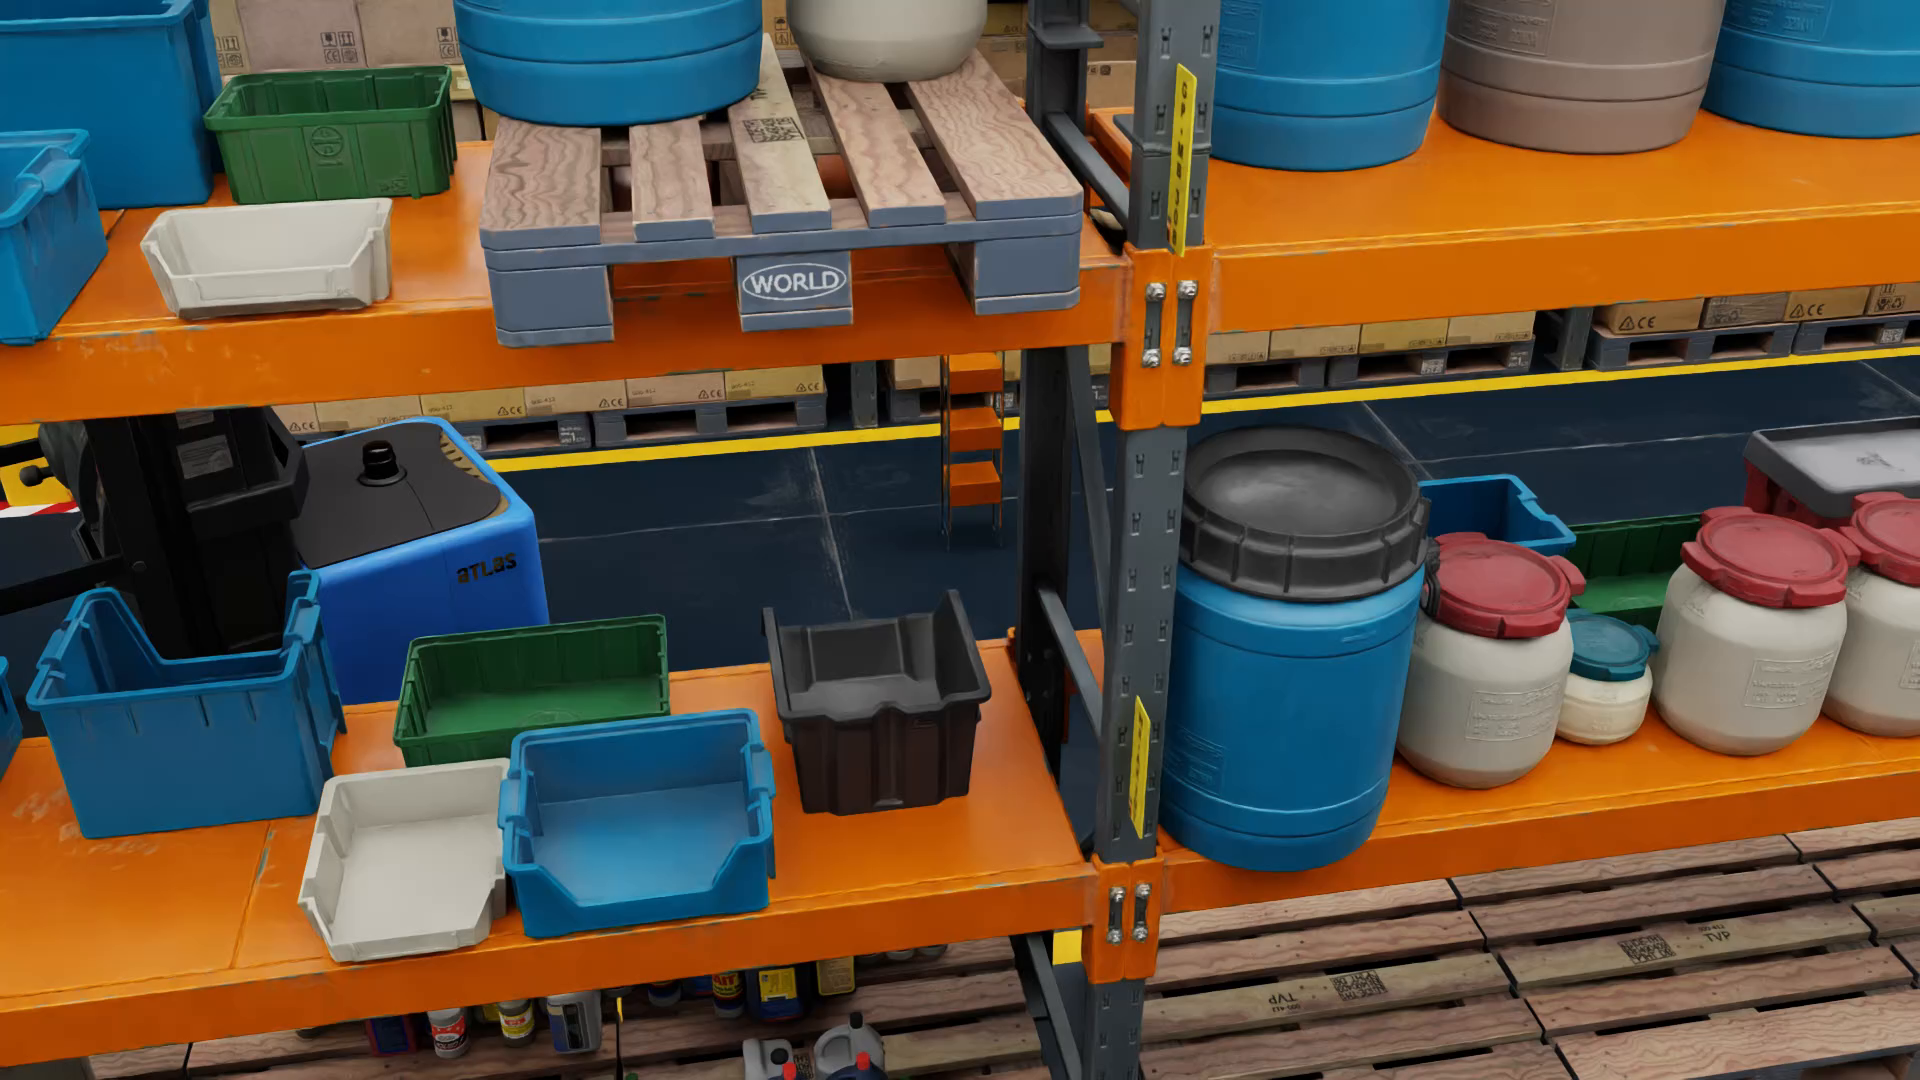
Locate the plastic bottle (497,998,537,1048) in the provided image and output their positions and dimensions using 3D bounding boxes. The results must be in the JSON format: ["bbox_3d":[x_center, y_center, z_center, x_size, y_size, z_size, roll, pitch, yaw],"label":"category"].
[{"bbox_3d":[-1.285,1.359,4.806,0.097,0.201,0.097,0,30,0],"label":"plastic bottle"}]

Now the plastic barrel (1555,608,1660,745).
[{"bbox_3d":[1.636,0.362,4.312,0.301,0.262,0.301,0,30,0],"label":"plastic barrel"}]

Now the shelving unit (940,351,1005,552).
[{"bbox_3d":[0.053,-0.457,7.492,0.252,1.050,0.215,-5,31,-9],"label":"shelving unit"}]

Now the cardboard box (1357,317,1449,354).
[{"bbox_3d":[2.372,-1.266,9.242,0.500,0.250,0.500,-6,31,-10],"label":"cardboard box"}]

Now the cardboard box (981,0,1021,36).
[{"bbox_3d":[0.186,-4.195,13.218,0.500,0.250,0.500,-6,31,-10],"label":"cardboard box"}]

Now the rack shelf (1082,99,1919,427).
[{"bbox_3d":[2.273,-0.819,3.934,4.000,0.370,1.077,-5,31,-9],"label":"rack shelf"}]

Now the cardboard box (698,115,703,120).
[{"bbox_3d":[-1.535,-2.072,8.215,0.500,0.500,0.700,-6,31,-9],"label":"cardboard box"}]

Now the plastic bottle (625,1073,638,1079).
[{"bbox_3d":[-0.826,1.528,4.437,0.133,0.283,0.061,-5,31,-9],"label":"plastic bottle"}]

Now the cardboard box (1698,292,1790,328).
[{"bbox_3d":[4.365,-1.551,9.460,0.500,0.500,0.500,-6,31,-11],"label":"cardboard box"}]

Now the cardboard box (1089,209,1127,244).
[{"bbox_3d":[0.766,-1.636,9.318,0.500,0.311,0.500,-5,31,-9],"label":"cardboard box"}]

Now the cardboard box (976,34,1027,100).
[{"bbox_3d":[0.251,-3.879,13.420,0.500,0.500,0.700,-5,31,-8],"label":"cardboard box"}]

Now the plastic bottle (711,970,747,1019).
[{"bbox_3d":[-0.684,1.273,4.883,0.097,0.271,0.097,0,30,0],"label":"plastic bottle"}]

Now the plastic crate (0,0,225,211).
[{"bbox_3d":[-1.807,-0.899,3.376,0.575,0.384,0.392,-5,31,-9],"label":"plastic crate"}]

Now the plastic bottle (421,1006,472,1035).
[{"bbox_3d":[-1.512,1.288,4.854,0.135,0.276,0.152,-6,31,-10],"label":"plastic bottle"}]

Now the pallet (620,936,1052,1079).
[{"bbox_3d":[-0.362,1.589,4.840,1.213,0.211,1.003,-5,31,-9],"label":"pallet"}]

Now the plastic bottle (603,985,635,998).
[{"bbox_3d":[-1.031,1.261,4.973,0.097,0.201,0.097,0,30,0],"label":"plastic bottle"}]

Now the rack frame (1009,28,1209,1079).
[{"bbox_3d":[0.306,0.346,4.202,0.127,3.000,1.000,-5,31,-9],"label":"rack frame"}]

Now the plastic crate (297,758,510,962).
[{"bbox_3d":[-1.246,0.734,3.802,0.437,0.136,0.530,-5,31,-9],"label":"plastic crate"}]

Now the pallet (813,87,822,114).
[{"bbox_3d":[-0.713,-3.463,13.431,1.213,0.211,1.003,-5,31,-9],"label":"pallet"}]

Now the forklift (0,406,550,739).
[{"bbox_3d":[-2.988,-0.218,5.229,3.031,2.935,1.130,-19,36,-29],"label":"forklift"}]

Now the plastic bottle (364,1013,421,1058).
[{"bbox_3d":[-1.628,1.350,4.740,0.133,0.283,0.061,-5,31,-9],"label":"plastic bottle"}]

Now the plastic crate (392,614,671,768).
[{"bbox_3d":[-1.080,0.421,4.284,0.662,0.188,0.450,-5,31,-9],"label":"plastic crate"}]

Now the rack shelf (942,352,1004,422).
[{"bbox_3d":[0.053,-0.693,7.354,0.240,0.259,0.215,-5,31,-9],"label":"rack shelf"}]

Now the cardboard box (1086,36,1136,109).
[{"bbox_3d":[0.694,-2.277,8.564,0.500,0.500,0.500,-3,31,-5],"label":"cardboard box"}]

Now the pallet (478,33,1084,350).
[{"bbox_3d":[-0.386,-0.751,3.294,1.003,0.211,1.213,-5,31,-9],"label":"pallet"}]

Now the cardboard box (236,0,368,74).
[{"bbox_3d":[-2.991,-2.499,7.662,0.500,0.500,0.700,-5,31,-9],"label":"cardboard box"}]

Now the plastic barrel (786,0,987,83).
[{"bbox_3d":[-0.153,-1.235,3.406,0.421,0.512,0.421,0,30,0],"label":"plastic barrel"}]

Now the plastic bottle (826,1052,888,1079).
[{"bbox_3d":[-0.276,1.501,4.417,0.185,0.351,0.144,-6,31,-10],"label":"plastic bottle"}]

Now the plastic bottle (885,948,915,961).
[{"bbox_3d":[-0.186,1.183,5.106,0.097,0.201,0.097,0,30,0],"label":"plastic bottle"}]

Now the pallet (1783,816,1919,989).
[{"bbox_3d":[3.472,1.235,5.442,1.213,0.211,1.003,-5,31,-9],"label":"pallet"}]

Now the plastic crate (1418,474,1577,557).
[{"bbox_3d":[1.335,0.097,4.641,0.575,0.384,0.392,-5,31,-9],"label":"plastic crate"}]

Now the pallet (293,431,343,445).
[{"bbox_3d":[-3.772,-0.647,8.642,1.213,0.211,1.003,-5,31,-9],"label":"pallet"}]

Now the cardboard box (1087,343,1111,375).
[{"bbox_3d":[0.871,-1.127,9.006,0.500,0.250,0.500,-6,31,-10],"label":"cardboard box"}]

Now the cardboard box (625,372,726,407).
[{"bbox_3d":[-1.493,-0.927,8.666,0.500,0.250,0.500,-5,31,-9],"label":"cardboard box"}]

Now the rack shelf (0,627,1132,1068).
[{"bbox_3d":[-1.661,0.839,4.074,4.000,0.370,1.077,-5,31,-9],"label":"rack shelf"}]

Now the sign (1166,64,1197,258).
[{"bbox_3d":[0.394,-0.675,2.971,0.005,0.325,0.100,-5,31,-9],"label":"sign"}]

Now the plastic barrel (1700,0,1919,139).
[{"bbox_3d":[2.054,-1.437,3.780,0.708,0.901,0.600,-5,31,-9],"label":"plastic barrel"}]

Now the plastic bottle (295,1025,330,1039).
[{"bbox_3d":[-1.901,1.342,4.835,0.097,0.201,0.097,0,30,0],"label":"plastic bottle"}]

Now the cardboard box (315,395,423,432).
[{"bbox_3d":[-2.966,-0.785,8.424,0.500,0.250,0.500,-5,31,-9],"label":"cardboard box"}]

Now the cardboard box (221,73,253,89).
[{"bbox_3d":[-3.339,-2.079,7.588,0.250,0.149,0.380,-6,31,-10],"label":"cardboard box"}]

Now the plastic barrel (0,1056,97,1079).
[{"bbox_3d":[-2.502,1.459,4.350,0.421,0.512,0.421,0,30,0],"label":"plastic barrel"}]

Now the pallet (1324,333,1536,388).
[{"bbox_3d":[2.535,-1.231,9.636,1.213,0.211,1.003,-5,31,-9],"label":"pallet"}]
